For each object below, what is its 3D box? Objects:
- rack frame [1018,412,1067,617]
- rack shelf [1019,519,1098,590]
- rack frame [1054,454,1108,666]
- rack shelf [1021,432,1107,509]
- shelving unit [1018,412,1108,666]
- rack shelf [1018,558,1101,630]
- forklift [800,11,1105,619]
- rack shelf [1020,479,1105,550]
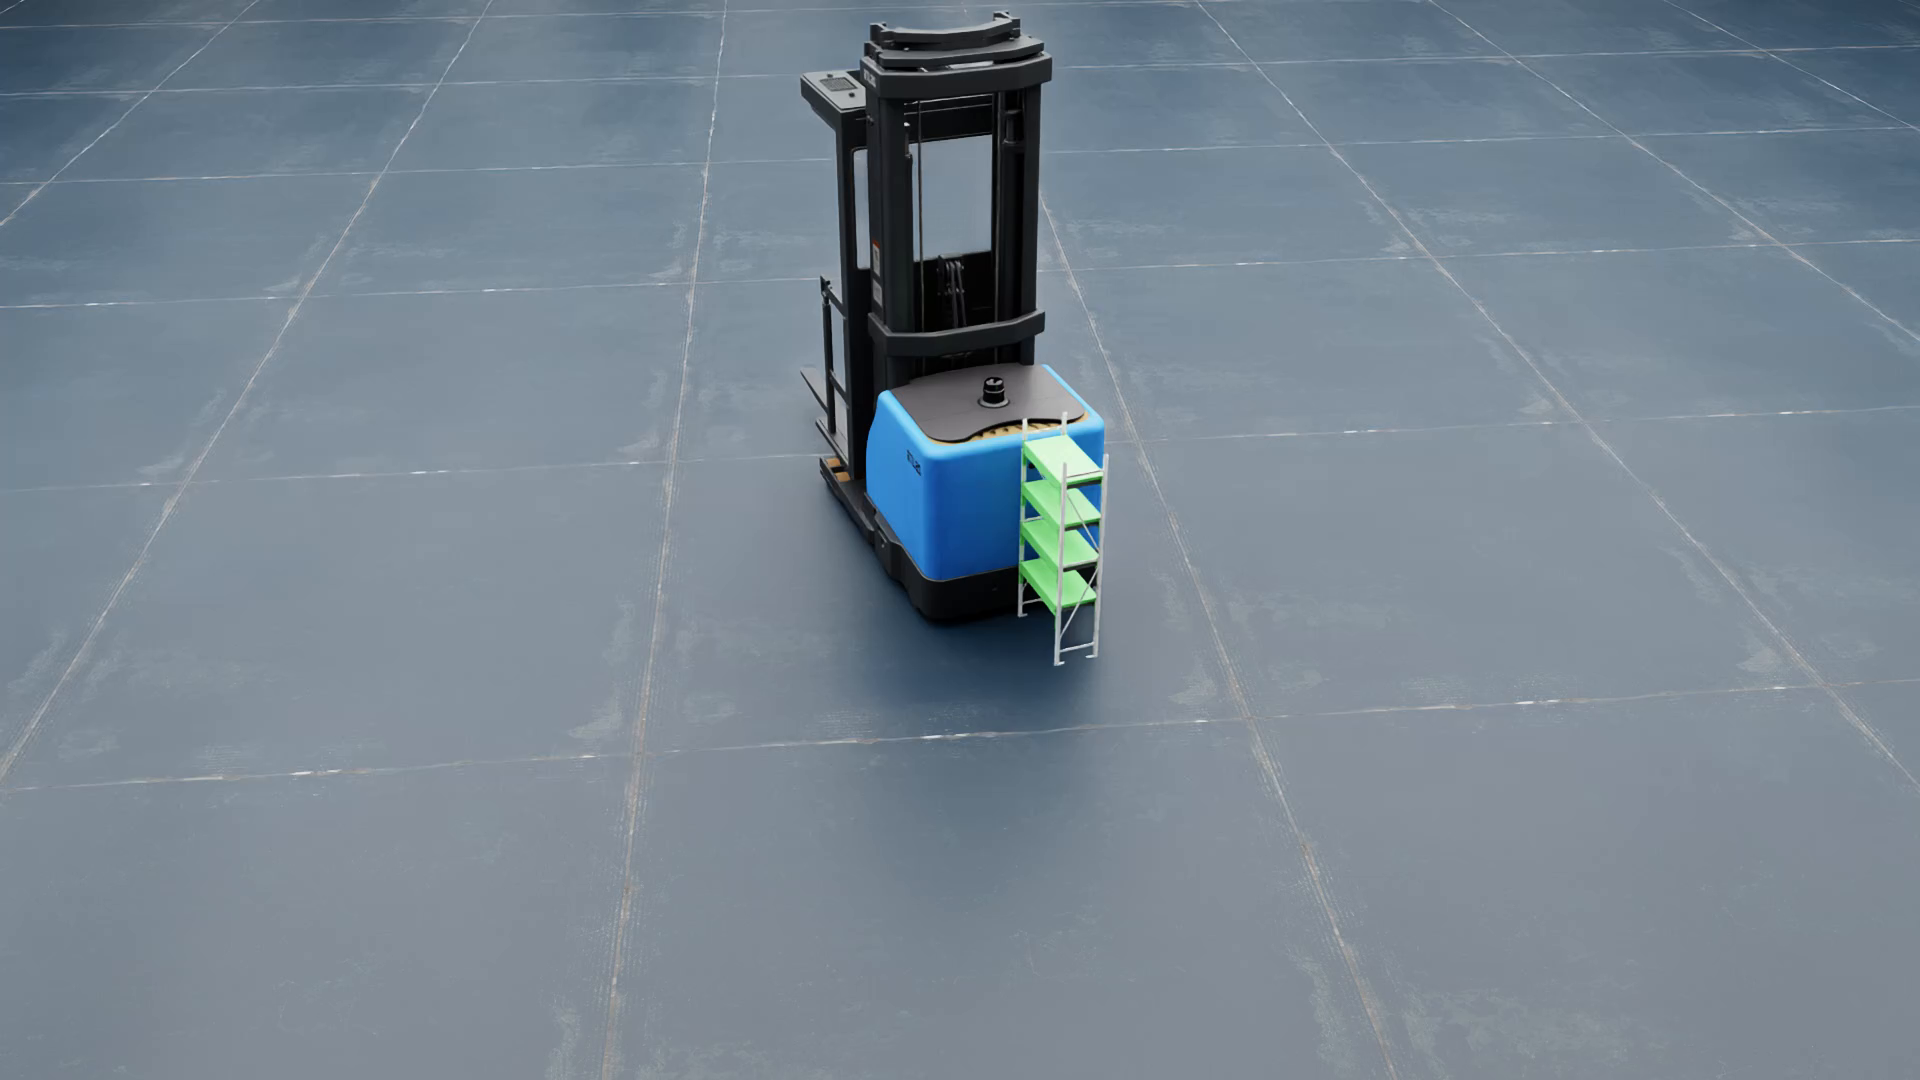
[{"bbox_3d":[0.430,-0.118,8.770,0.240,1.200,0.015,-11,33,-18],"label":"rack frame"},{"bbox_3d":[0.519,0.055,8.609,0.258,0.148,0.480,-11,33,-18],"label":"rack shelf"},{"bbox_3d":[0.607,0.118,8.382,0.240,1.200,0.015,-11,33,-18],"label":"rack frame"},{"bbox_3d":[0.520,-0.355,8.360,0.258,0.148,0.480,-11,33,-18],"label":"rack shelf"},{"bbox_3d":[0.519,0.000,8.576,0.258,1.200,0.503,-11,33,-18],"label":"shelving unit"},{"bbox_3d":[0.518,0.260,8.733,0.258,0.148,0.480,-11,33,-18],"label":"rack shelf"},{"bbox_3d":[-0.224,-1.578,9.533,1.130,2.935,3.031,-11,33,-18],"label":"forklift"},{"bbox_3d":[0.519,-0.150,8.485,0.258,0.148,0.480,-11,33,-18],"label":"rack shelf"}]
